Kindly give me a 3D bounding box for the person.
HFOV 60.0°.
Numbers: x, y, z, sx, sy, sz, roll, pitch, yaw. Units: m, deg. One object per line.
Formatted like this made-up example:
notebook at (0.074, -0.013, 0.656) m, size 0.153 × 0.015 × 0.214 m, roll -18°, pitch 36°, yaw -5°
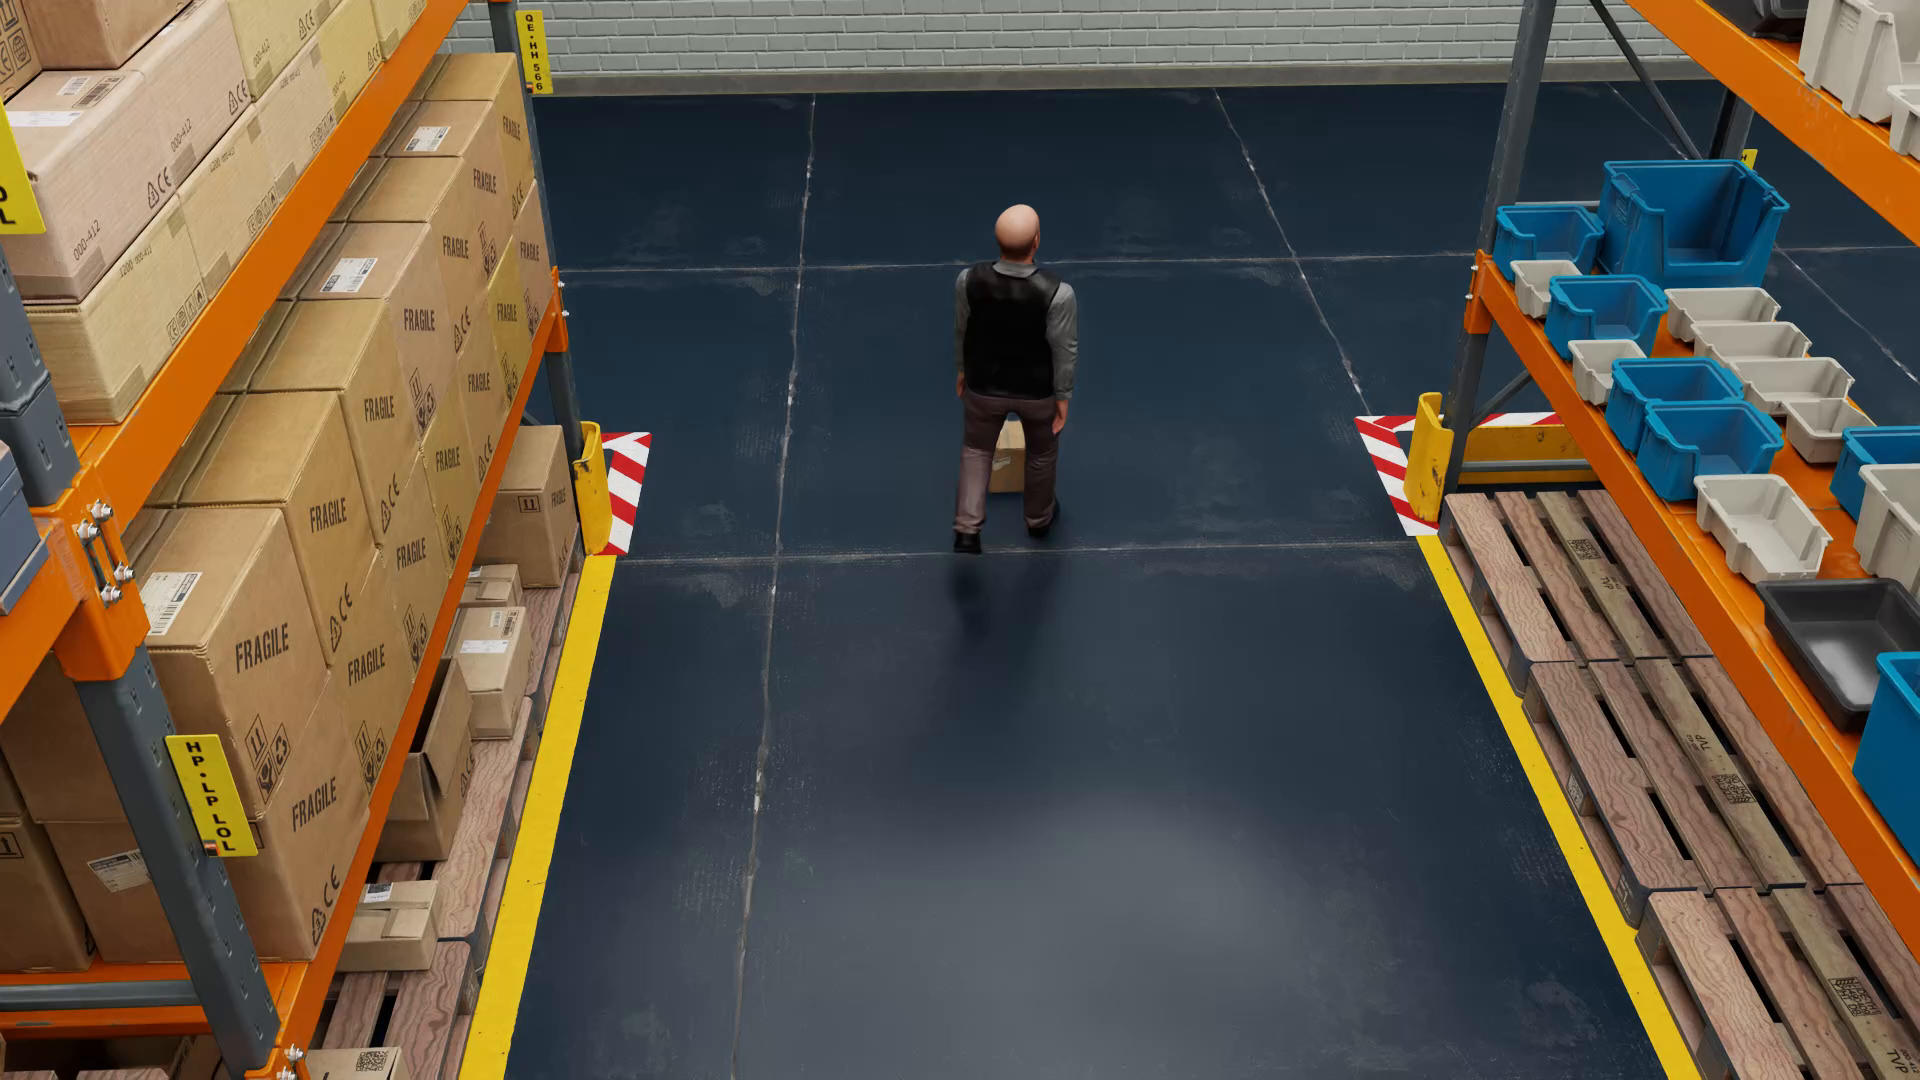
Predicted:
person at (0.241, -0.672, 7.110) m, size 0.540 × 1.701 × 0.783 m, roll 6°, pitch 36°, yaw 9°
